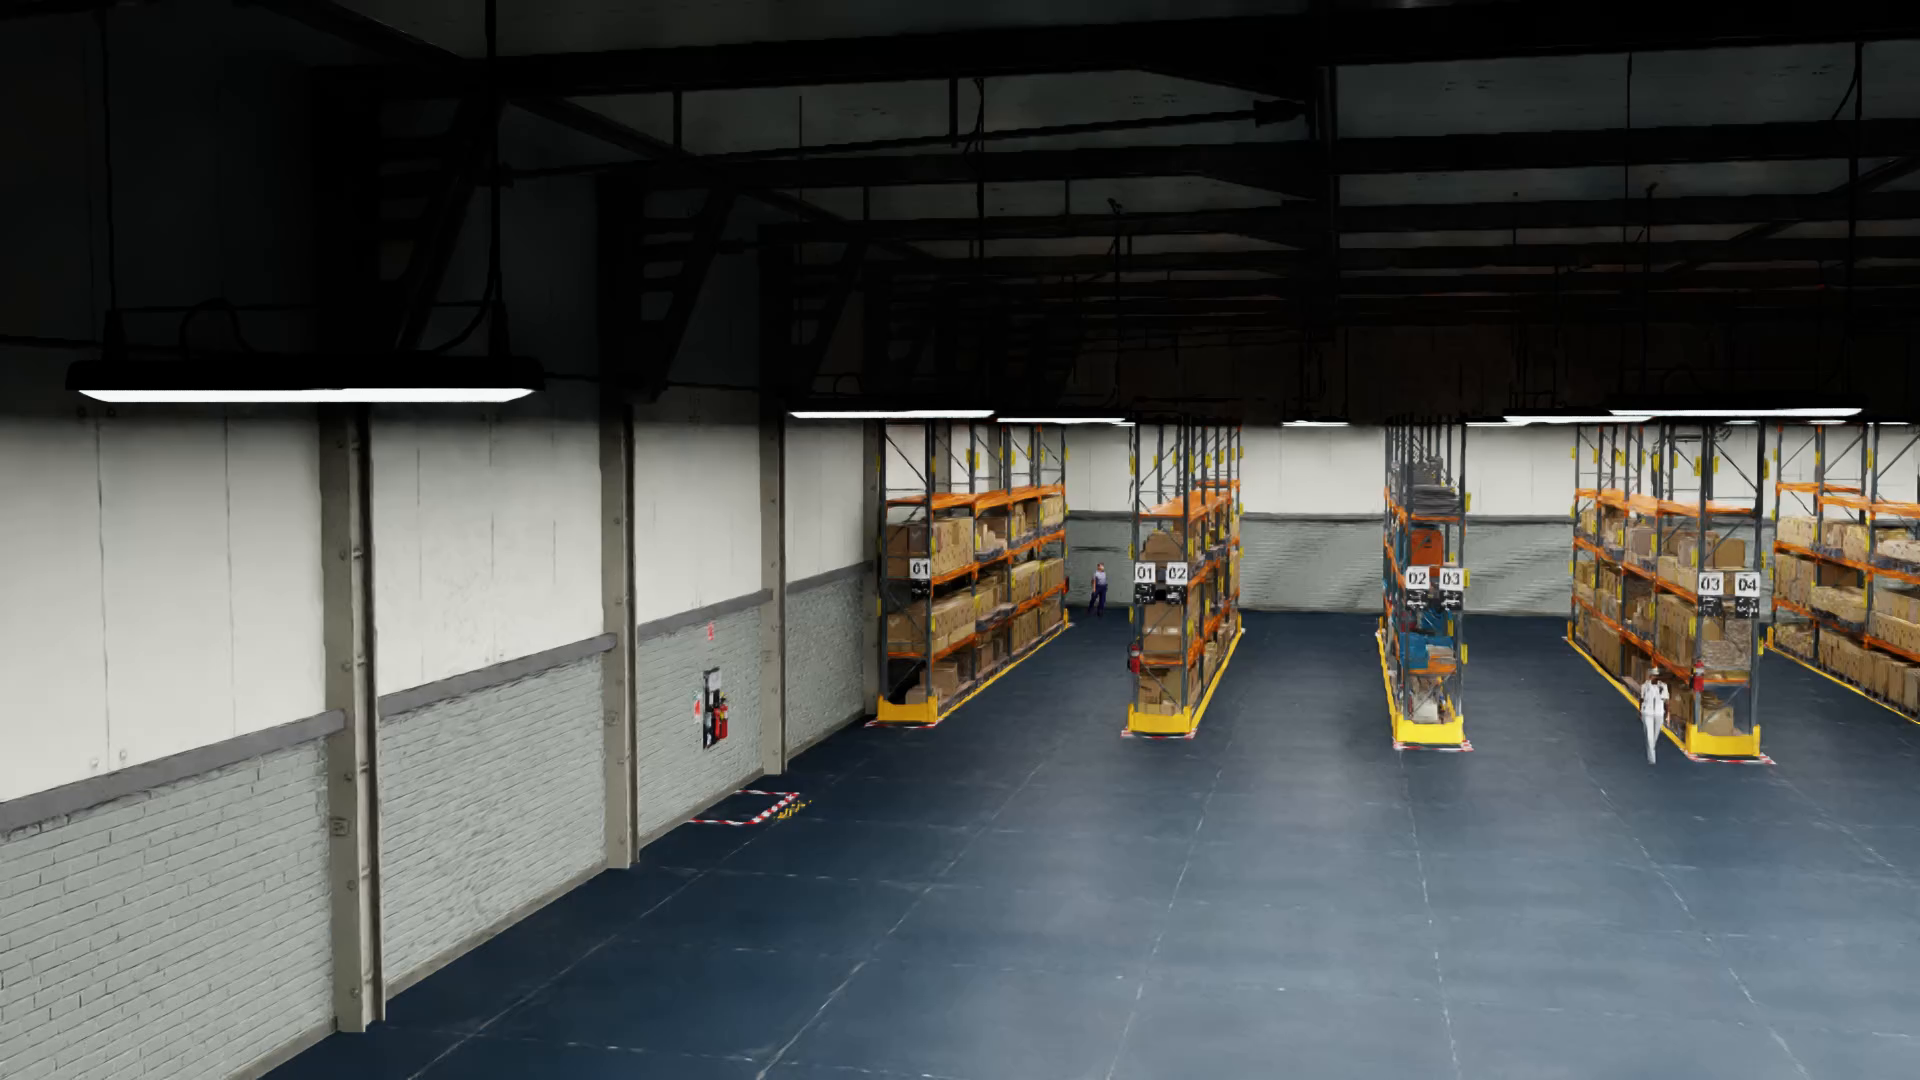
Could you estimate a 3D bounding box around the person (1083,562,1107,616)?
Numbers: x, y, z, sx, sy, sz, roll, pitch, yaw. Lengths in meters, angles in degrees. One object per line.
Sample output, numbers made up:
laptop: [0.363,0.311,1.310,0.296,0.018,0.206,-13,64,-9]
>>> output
person: [4.111,1.496,50.492,0.680,1.640,0.519,-2,5,-31]

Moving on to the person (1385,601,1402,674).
person: [9.807,2.190,37.251,0.409,1.637,0.523,-3,5,-35]

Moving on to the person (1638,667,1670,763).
person: [11.923,2.971,28.541,0.461,1.626,0.990,1,4,12]
